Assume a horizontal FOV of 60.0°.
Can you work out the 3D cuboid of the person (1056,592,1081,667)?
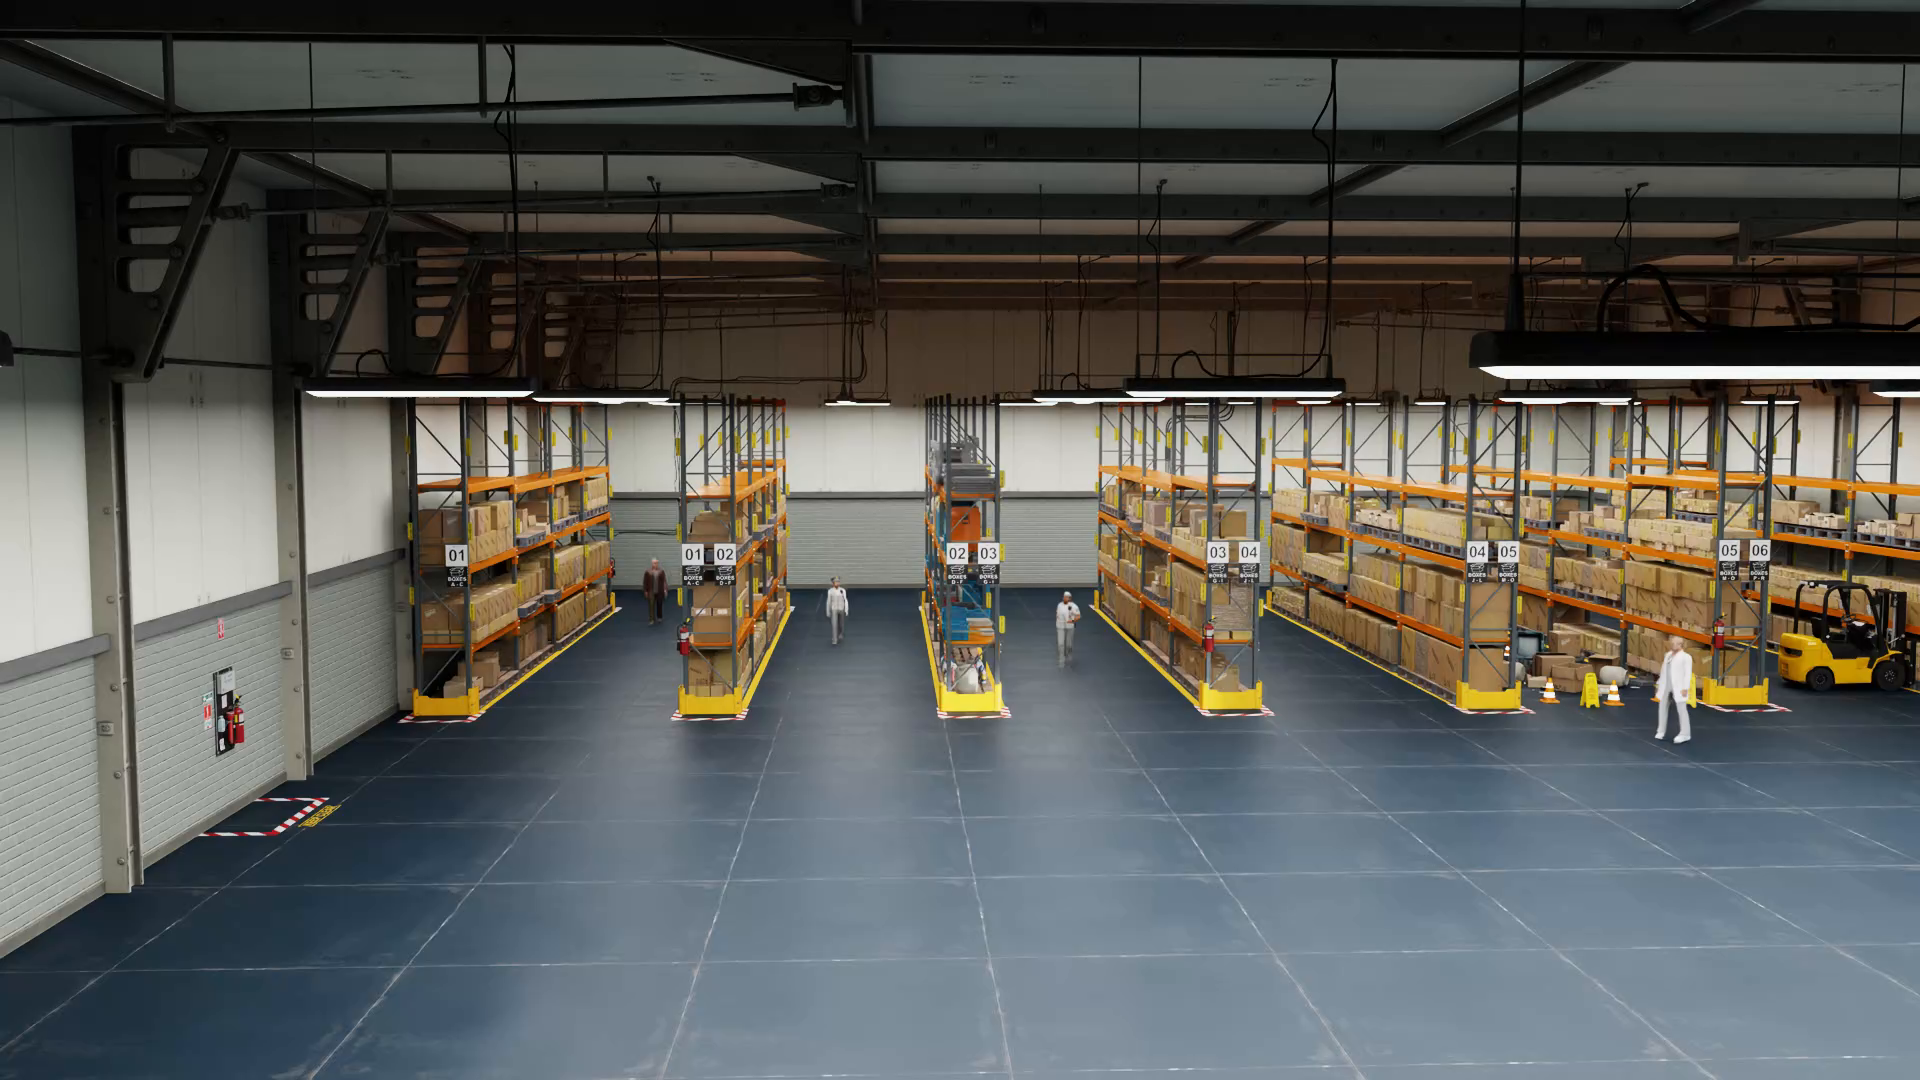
[{"bbox_3d":[2.418,1.997,37.157,0.566,1.695,0.746,0,5,4],"label":"person"}]

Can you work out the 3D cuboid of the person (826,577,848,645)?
[{"bbox_3d":[-2.998,1.698,40.509,0.525,1.640,0.975,-1,5,-9],"label":"person"}]

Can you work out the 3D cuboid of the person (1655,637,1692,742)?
[{"bbox_3d":[12.290,2.561,28.725,0.482,1.775,0.627,-4,6,-42],"label":"person"}]

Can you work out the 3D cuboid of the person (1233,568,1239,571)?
[{"bbox_3d":[7.775,1.091,47.559,0.534,1.811,0.667,1,5,16],"label":"person"}]

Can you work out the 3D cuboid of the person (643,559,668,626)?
[{"bbox_3d":[-8.051,1.415,43.933,0.662,1.627,1.118,0,5,-5],"label":"person"}]
